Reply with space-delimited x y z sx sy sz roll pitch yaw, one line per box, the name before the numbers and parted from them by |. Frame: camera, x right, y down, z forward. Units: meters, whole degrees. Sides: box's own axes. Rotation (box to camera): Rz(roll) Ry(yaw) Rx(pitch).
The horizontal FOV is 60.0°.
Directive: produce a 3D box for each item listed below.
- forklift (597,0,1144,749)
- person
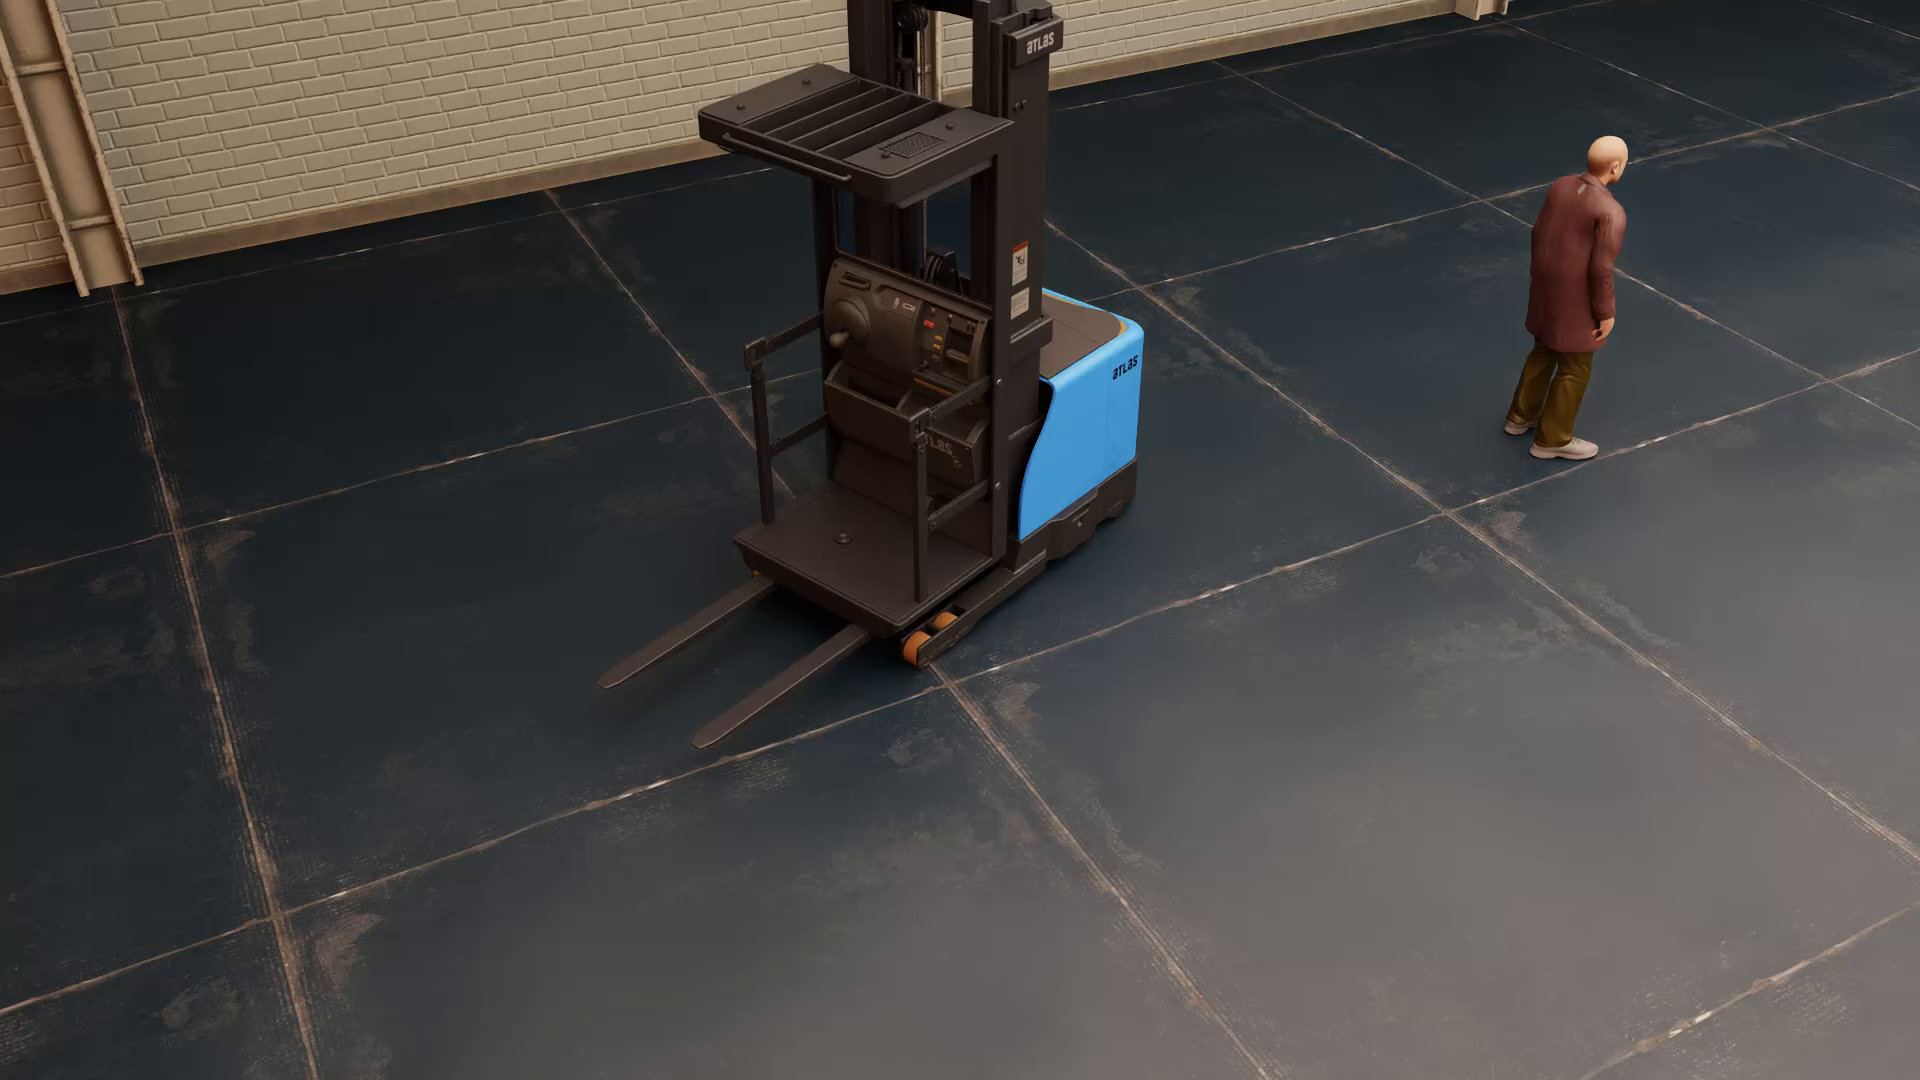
forklift | -0.390 -0.927 7.434 1.130 2.935 3.031 26 43 31
person | 3.300 -1.317 8.989 0.433 1.773 0.652 -11 37 -15
